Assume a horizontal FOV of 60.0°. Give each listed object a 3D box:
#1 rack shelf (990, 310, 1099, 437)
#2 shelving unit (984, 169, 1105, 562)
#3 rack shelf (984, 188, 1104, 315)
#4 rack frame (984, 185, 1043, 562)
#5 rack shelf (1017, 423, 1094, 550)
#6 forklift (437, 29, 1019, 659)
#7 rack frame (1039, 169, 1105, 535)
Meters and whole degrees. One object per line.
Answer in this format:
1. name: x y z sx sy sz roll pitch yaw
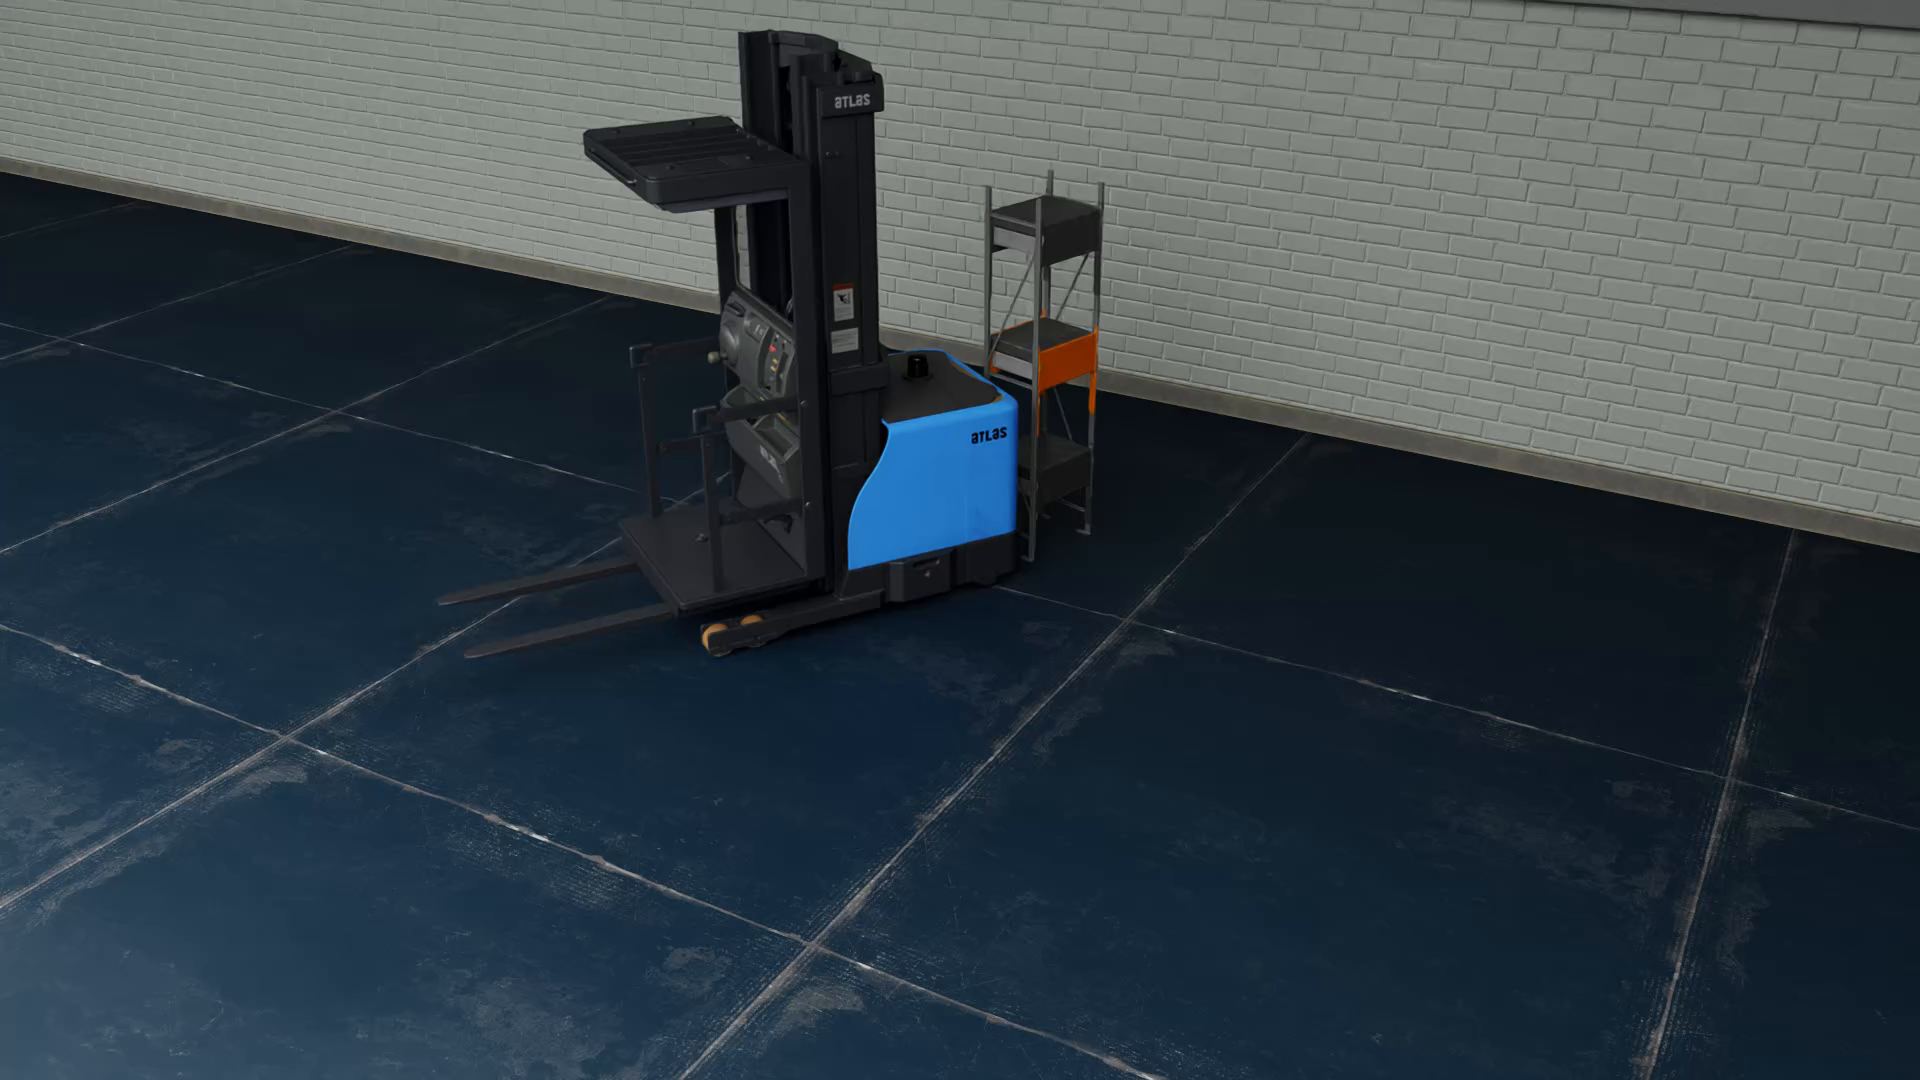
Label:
1. rack shelf: 0.452 -0.941 9.314 0.431 0.518 0.480 24 35 39
2. shelving unit: 0.452 -0.953 9.308 0.431 2.100 0.503 24 35 39
3. rack shelf: 0.452 -1.567 9.000 0.431 0.518 0.480 24 35 39
4. rack frame: 0.280 -0.876 9.153 0.400 2.100 0.015 24 35 39
5. rack shelf: 0.452 -0.315 9.627 0.431 0.518 0.480 24 35 39
6. forklift: -1.219 -0.982 8.437 3.031 2.935 1.130 -13 29 -24
7. rack frame: 0.625 -1.030 9.462 0.400 2.100 0.015 24 35 39
